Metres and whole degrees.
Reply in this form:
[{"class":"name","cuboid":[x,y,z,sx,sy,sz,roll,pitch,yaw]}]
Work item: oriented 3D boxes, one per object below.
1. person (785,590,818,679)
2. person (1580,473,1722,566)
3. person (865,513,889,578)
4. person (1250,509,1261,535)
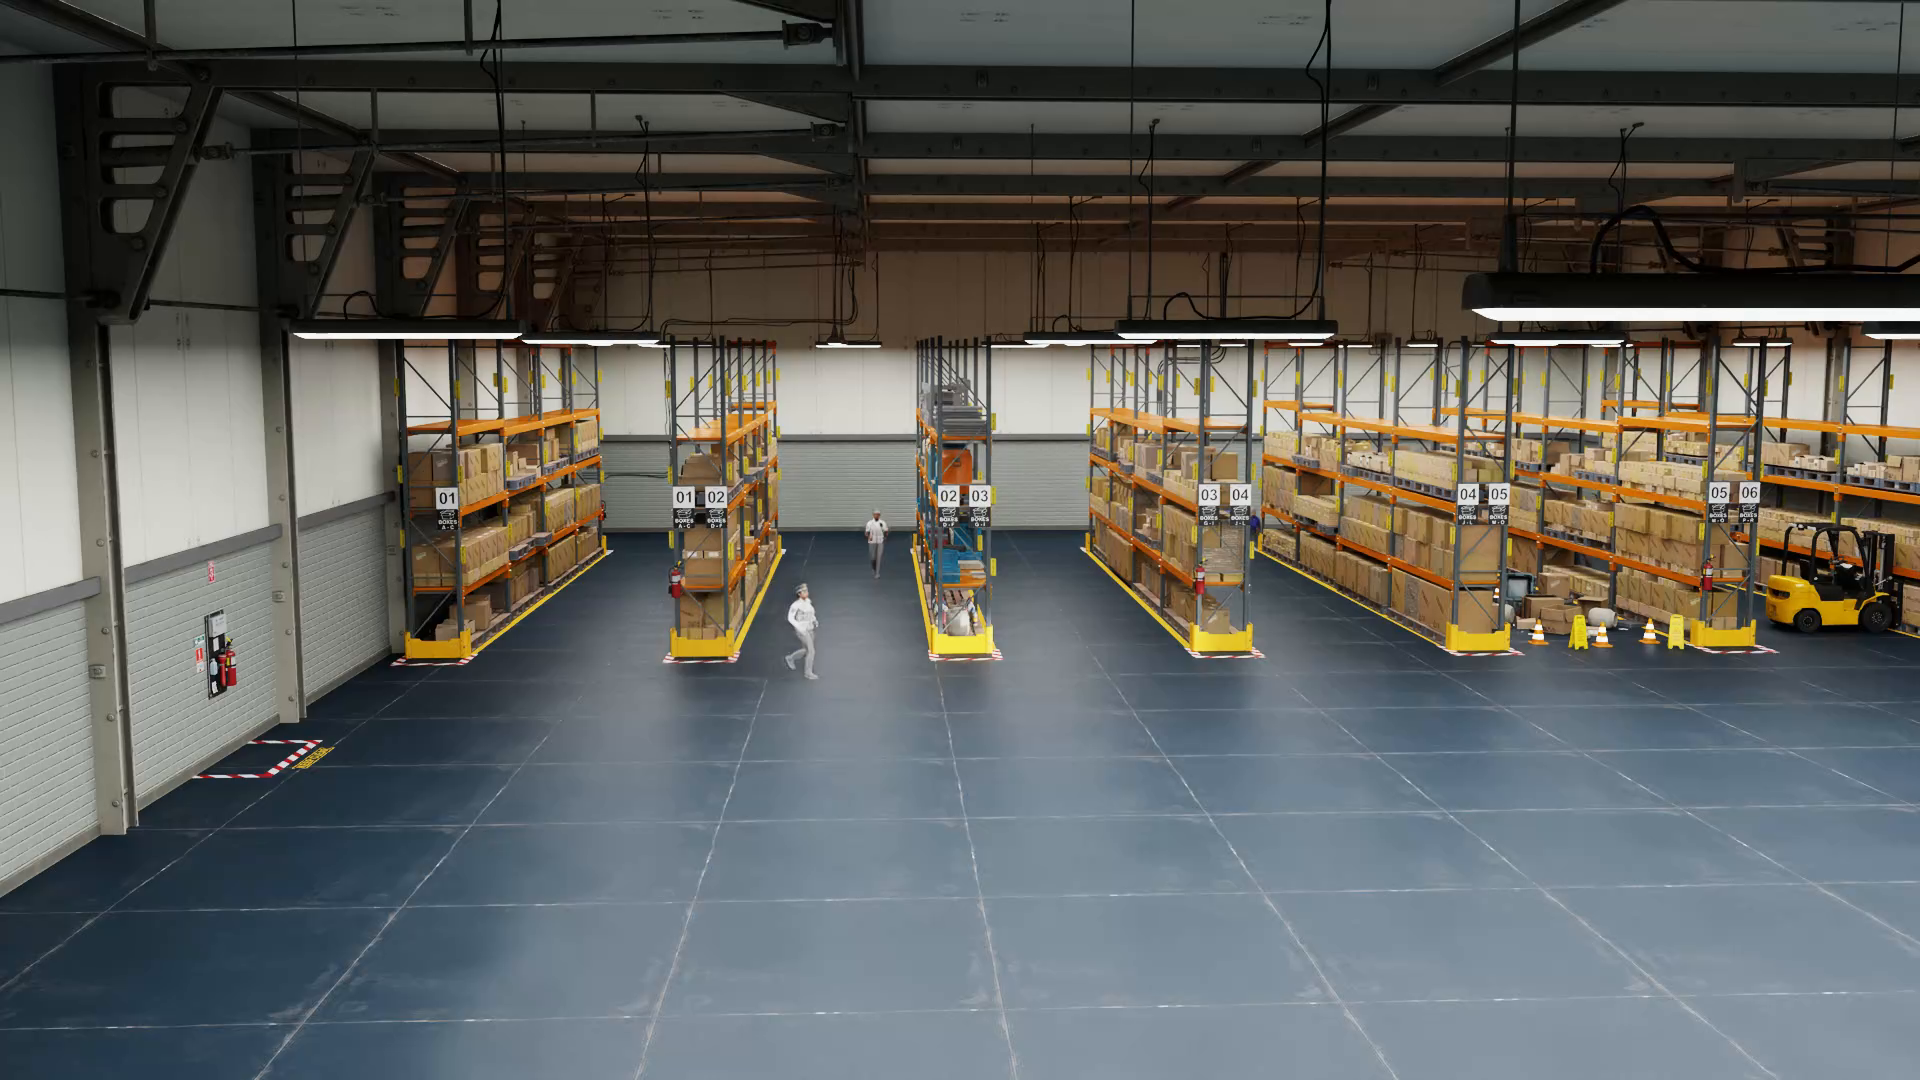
[{"class":"person","cuboid":[-2.776,1.615,29.234,0.651,1.637,0.613,3,7,28]},{"class":"person","cuboid":[15.387,-0.318,37.954,2.239,3.212,10.997,0,6,-2]},{"class":"person","cuboid":[-1.985,0.095,39.946,0.578,1.620,0.599,0,6,-2]},{"class":"person","cuboid":[7.677,-0.049,44.106,0.563,1.585,0.692,-2,7,-13]}]
